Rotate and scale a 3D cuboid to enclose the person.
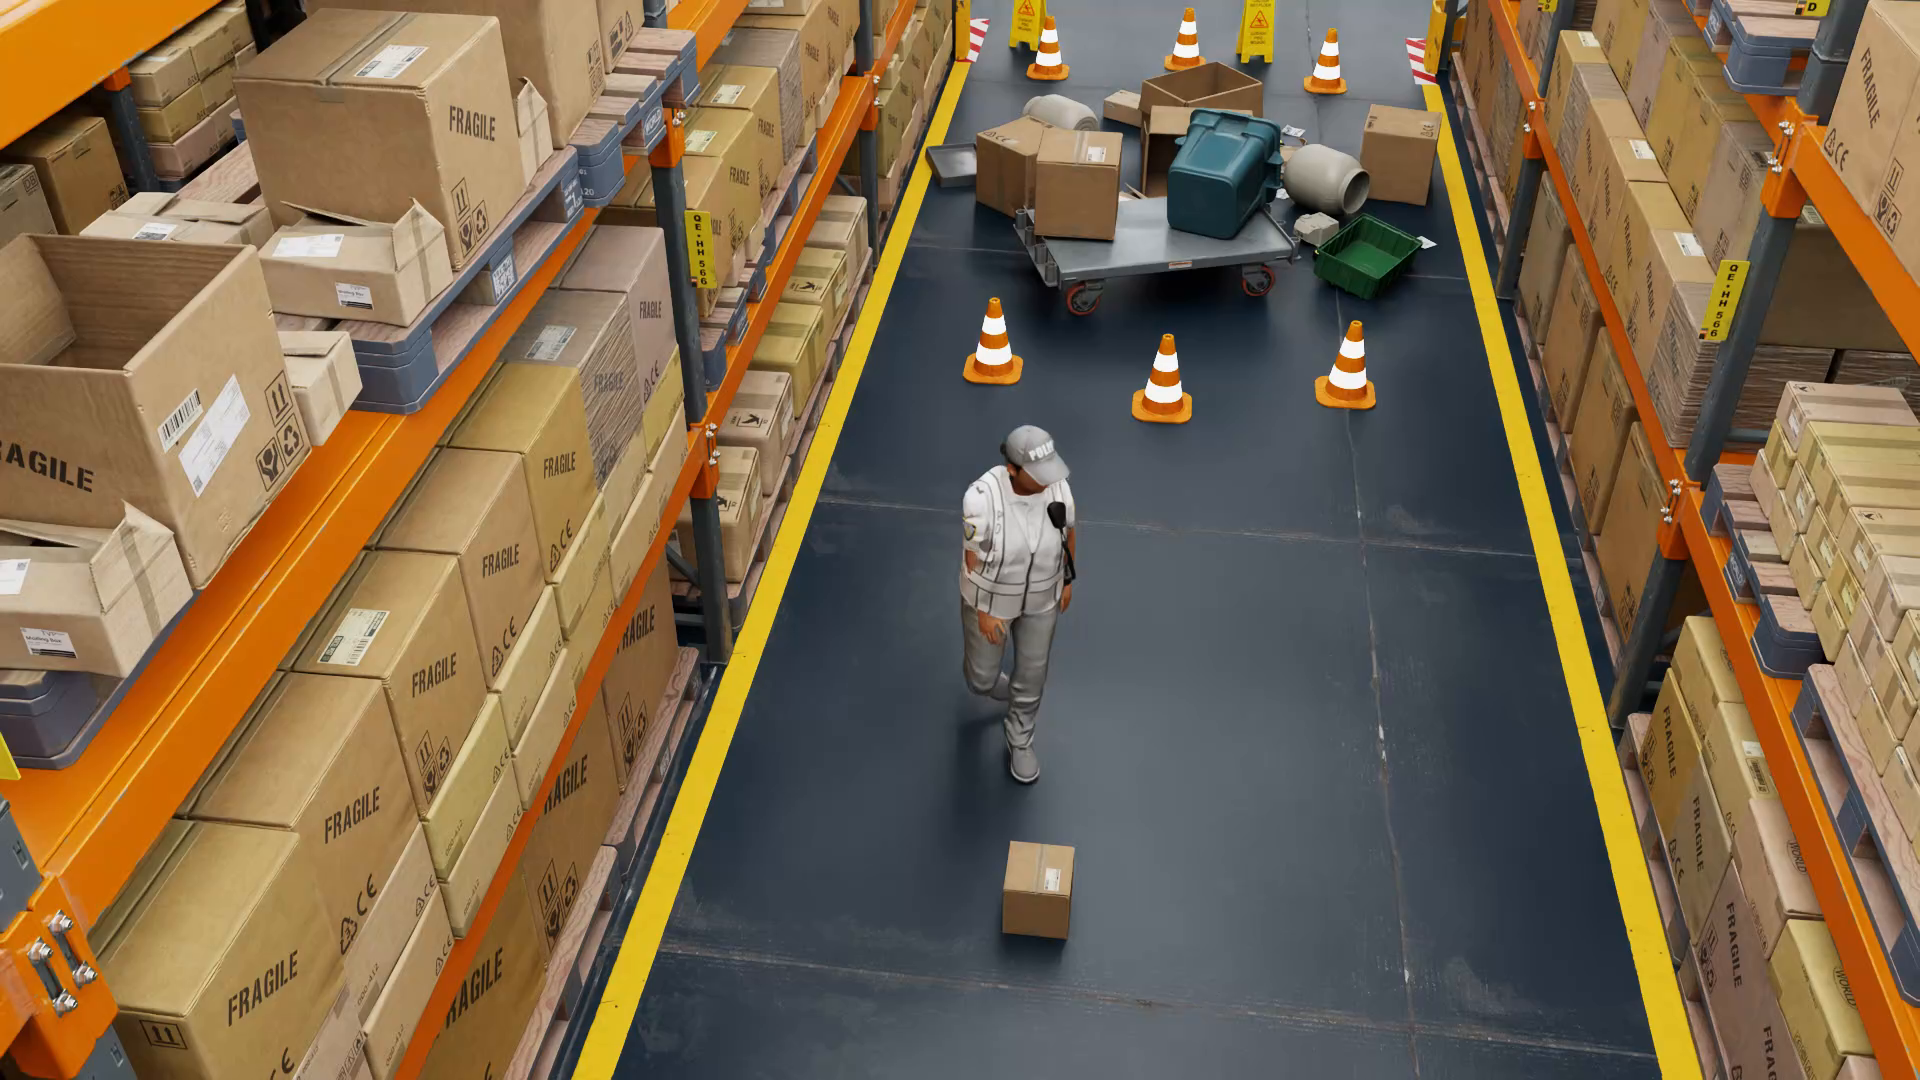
[{"bbox_3d":[0.229,0.220,6.717,0.496,1.658,0.571,-9,37,-12],"label":"person"}]
